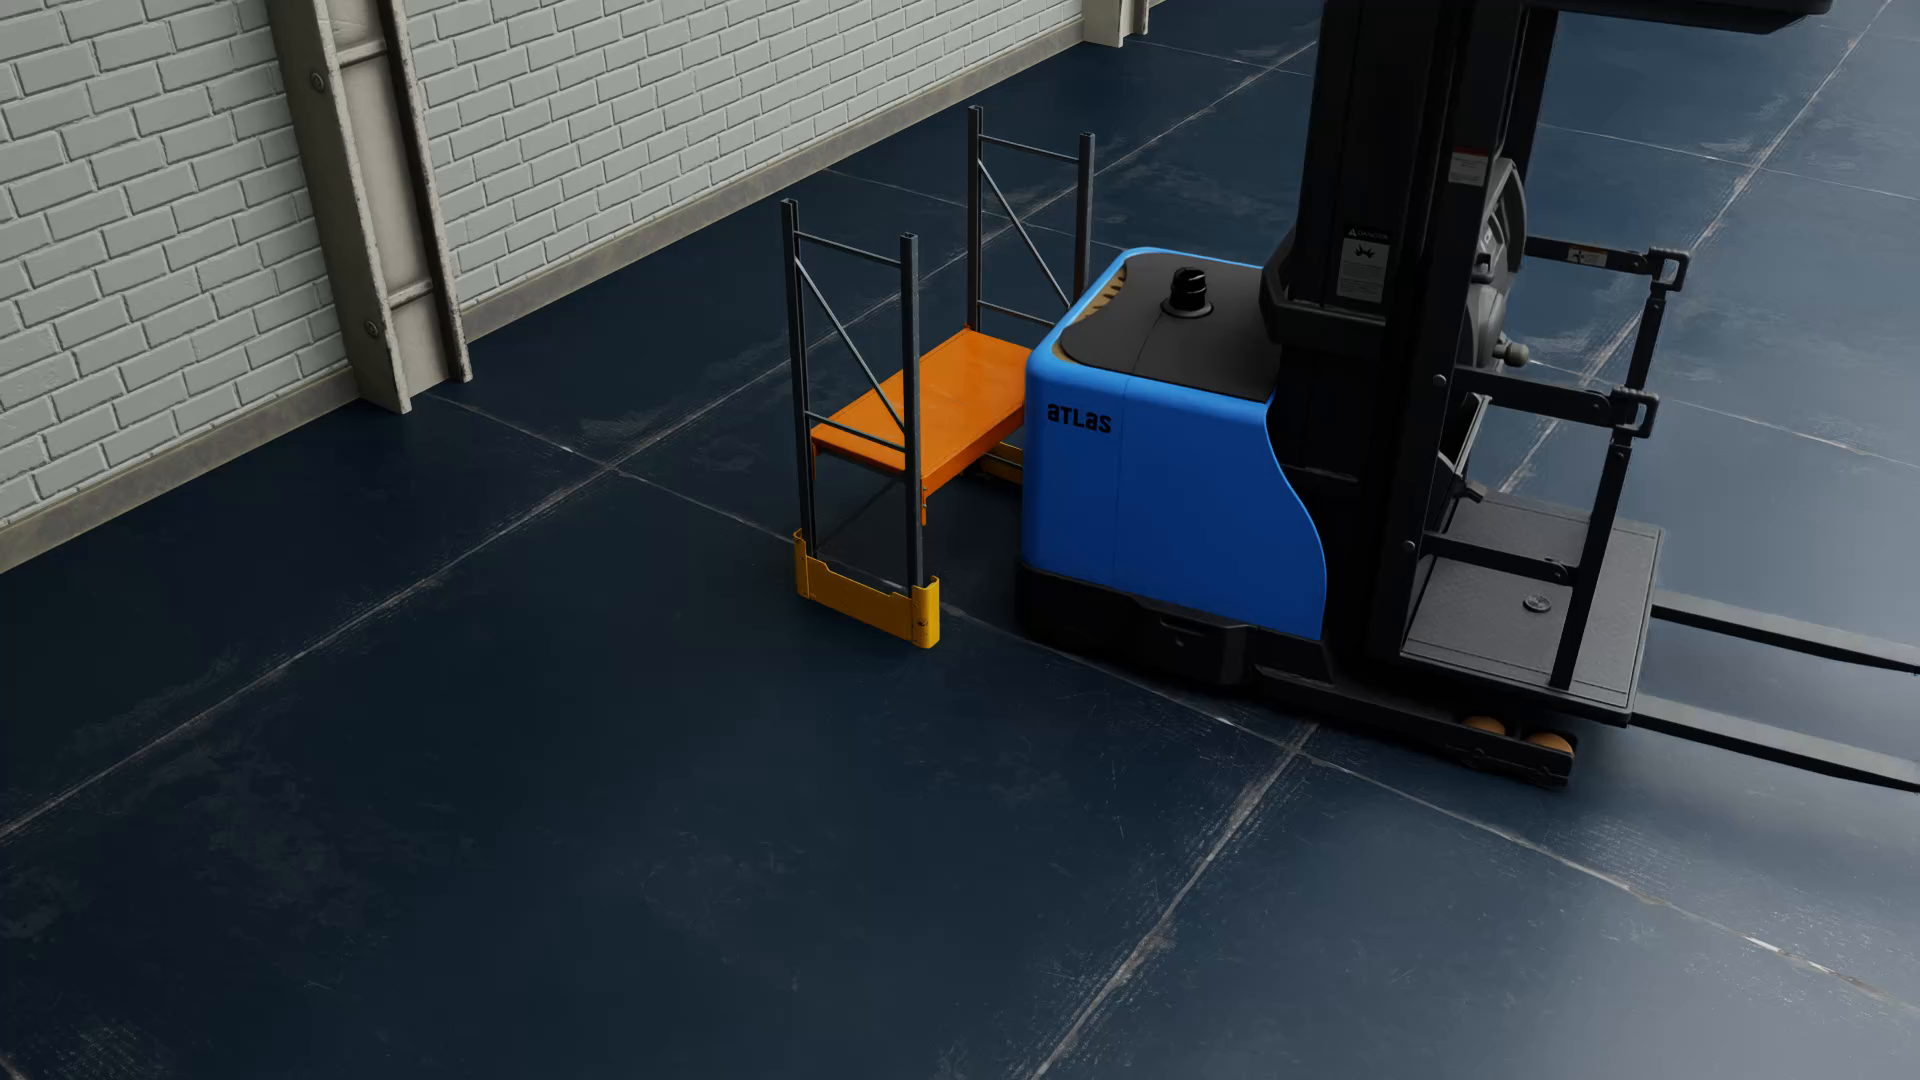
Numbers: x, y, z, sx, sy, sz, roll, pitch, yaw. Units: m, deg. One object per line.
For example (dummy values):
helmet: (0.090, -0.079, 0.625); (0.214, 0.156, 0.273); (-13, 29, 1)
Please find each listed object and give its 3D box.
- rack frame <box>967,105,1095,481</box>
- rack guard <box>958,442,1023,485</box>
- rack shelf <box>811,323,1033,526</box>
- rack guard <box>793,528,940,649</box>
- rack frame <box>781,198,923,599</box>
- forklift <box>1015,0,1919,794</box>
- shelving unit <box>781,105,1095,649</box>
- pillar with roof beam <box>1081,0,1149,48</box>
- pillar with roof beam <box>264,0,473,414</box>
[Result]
rack frame: (0.241, -0.816, 6.118); (0.500, 1.500, 0.032); (21, 39, 28)
rack guard: (0.240, -0.298, 6.467); (0.587, 0.250, 0.087); (21, 39, 28)
rack shelf: (-0.049, -0.433, 5.873); (0.538, 0.185, 1.000); (21, 39, 28)
rack guard: (-0.327, 0.161, 5.789); (0.587, 0.250, 0.087); (21, 39, 28)
rack frame: (-0.338, -0.348, 5.426); (0.500, 1.500, 0.032); (21, 39, 28)
forklift: (1.752, -0.794, 4.807); (3.031, 2.935, 1.130); (14, 37, 20)
shelving unit: (-0.043, -0.586, 5.778); (0.587, 1.500, 1.083); (21, 39, 28)
pillar with roof beam: (4.584, -5.784, 6.770); (9.100, 9.000, 0.400); (21, 39, 28)
pillar with roof beam: (1.163, -3.023, 2.687); (9.100, 9.000, 0.400); (21, 39, 28)
